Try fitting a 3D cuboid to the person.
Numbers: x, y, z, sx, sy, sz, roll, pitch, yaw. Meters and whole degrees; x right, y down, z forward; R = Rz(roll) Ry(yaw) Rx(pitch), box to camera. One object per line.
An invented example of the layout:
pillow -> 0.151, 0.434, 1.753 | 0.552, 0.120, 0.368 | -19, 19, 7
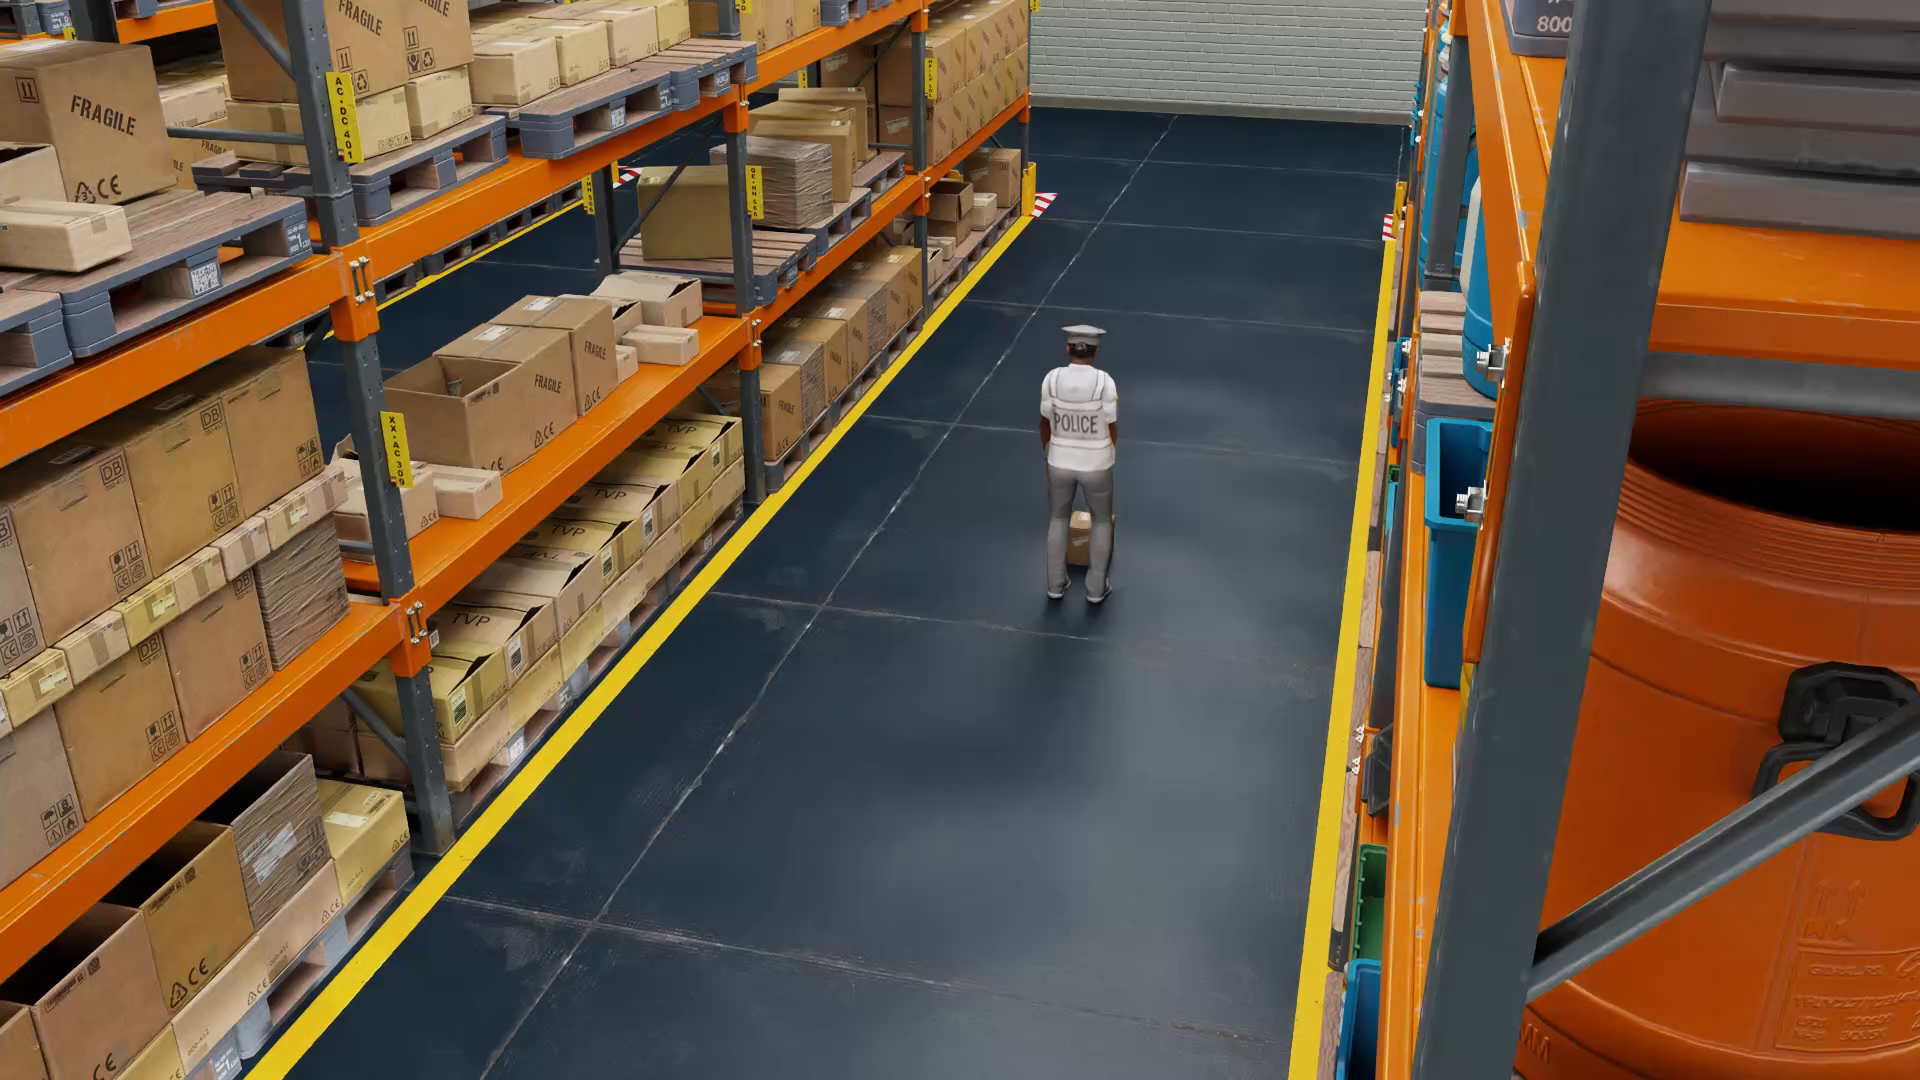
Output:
person -> 0.677, -0.428, 9.553 | 0.441, 1.636, 0.410 | 7, 26, 14
